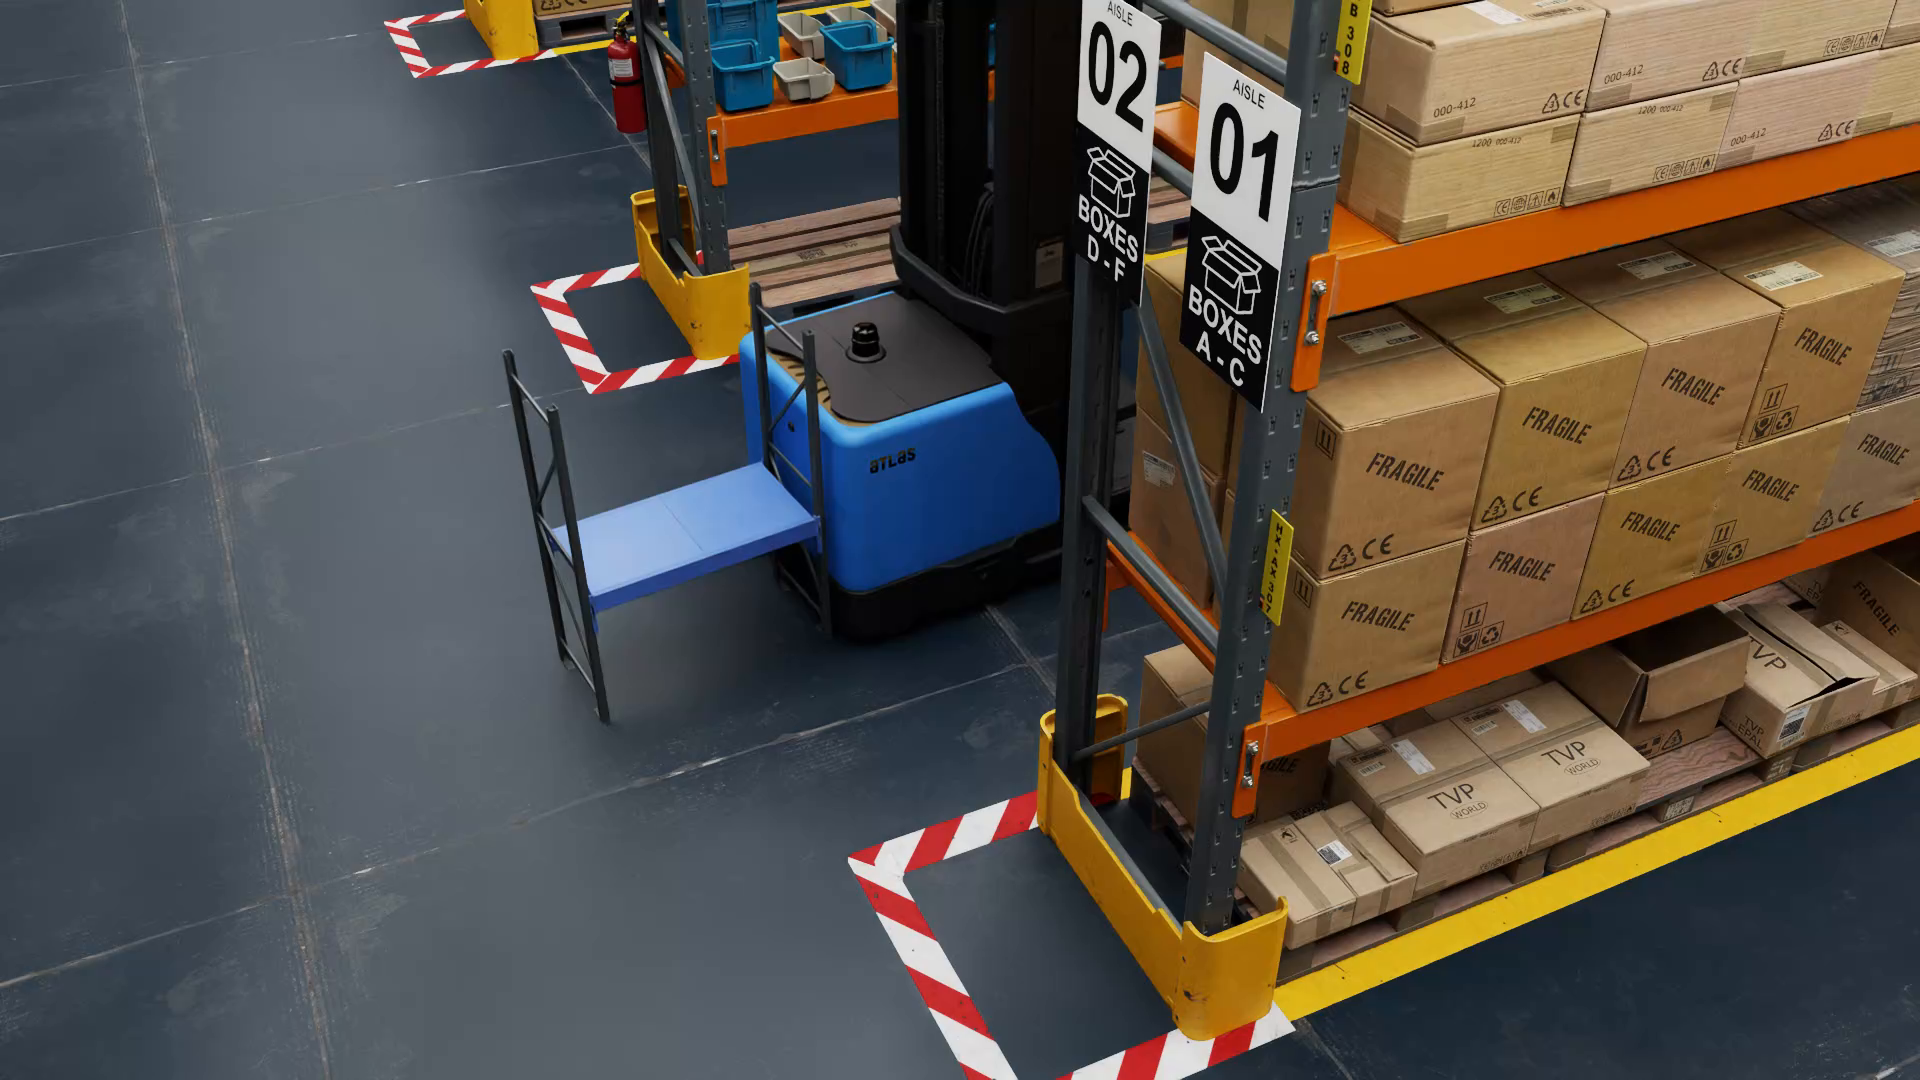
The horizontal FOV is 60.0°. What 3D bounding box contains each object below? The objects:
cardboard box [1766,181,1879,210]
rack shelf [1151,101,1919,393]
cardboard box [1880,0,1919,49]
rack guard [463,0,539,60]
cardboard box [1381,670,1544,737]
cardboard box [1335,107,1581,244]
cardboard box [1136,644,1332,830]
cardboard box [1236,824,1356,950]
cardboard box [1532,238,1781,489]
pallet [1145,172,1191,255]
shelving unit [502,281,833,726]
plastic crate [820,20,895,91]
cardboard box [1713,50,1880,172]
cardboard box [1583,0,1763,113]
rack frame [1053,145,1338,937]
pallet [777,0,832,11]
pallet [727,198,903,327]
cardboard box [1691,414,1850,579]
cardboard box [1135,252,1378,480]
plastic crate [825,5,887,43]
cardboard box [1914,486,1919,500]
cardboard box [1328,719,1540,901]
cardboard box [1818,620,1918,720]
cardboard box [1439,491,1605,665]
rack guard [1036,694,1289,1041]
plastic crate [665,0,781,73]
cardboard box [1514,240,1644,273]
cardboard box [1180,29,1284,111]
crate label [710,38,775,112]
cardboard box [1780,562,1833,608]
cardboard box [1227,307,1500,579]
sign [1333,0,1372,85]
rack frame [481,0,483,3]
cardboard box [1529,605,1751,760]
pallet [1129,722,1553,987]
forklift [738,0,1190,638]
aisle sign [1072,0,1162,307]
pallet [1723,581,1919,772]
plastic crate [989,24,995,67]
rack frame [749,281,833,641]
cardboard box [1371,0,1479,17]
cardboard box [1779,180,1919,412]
[{"bbox_3d":[2.747,-1.096,5.787,0.500,0.500,0.500,-17,40,-21],"label":"cardboard box"},{"bbox_3d":[2.415,-1.292,5.060,4.000,0.370,1.077,-16,39,-20],"label":"rack shelf"},{"bbox_3d":[2.540,-1.582,4.554,0.500,0.250,0.500,-16,39,-20],"label":"cardboard box"},{"bbox_3d":[-3.623,-4.203,12.997,0.348,0.500,1.175,-16,39,-20],"label":"rack guard"},{"bbox_3d":[1.864,0.563,6.412,0.500,0.250,0.500,-16,39,-20],"label":"cardboard box"},{"bbox_3d":[1.177,-1.007,4.198,0.500,0.250,0.500,-16,39,-20],"label":"cardboard box"},{"bbox_3d":[0.992,0.687,6.035,0.500,0.500,0.500,-16,39,-20],"label":"cardboard box"},{"bbox_3d":[1.129,1.178,5.668,0.250,0.149,0.380,-16,39,-20],"label":"cardboard box"},{"bbox_3d":[2.043,-0.542,5.040,0.500,0.500,0.500,-15,39,-19],"label":"cardboard box"},{"bbox_3d":[1.475,-2.228,10.576,1.213,0.211,1.003,-16,39,-20],"label":"pallet"},{"bbox_3d":[-1.127,-0.140,6.680,1.048,1.500,0.538,-20,41,-25],"label":"shelving unit"},{"bbox_3d":[-0.538,-2.551,8.761,0.300,0.233,0.416,-16,39,-20],"label":"plastic crate"},{"bbox_3d":[2.087,-1.255,4.531,0.500,0.250,0.500,-16,39,-20],"label":"cardboard box"},{"bbox_3d":[1.635,-1.328,4.211,0.500,0.250,0.500,-16,39,-20],"label":"cardboard box"},{"bbox_3d":[0.604,0.130,5.057,0.127,3.000,1.000,-16,39,-20],"label":"rack frame"},{"bbox_3d":[-1.808,-4.644,13.835,1.213,0.211,1.003,-16,39,-20],"label":"pallet"},{"bbox_3d":[-0.734,-1.610,9.744,1.213,0.211,1.003,-16,39,-20],"label":"pallet"},{"bbox_3d":[2.491,-0.265,5.505,0.500,0.500,0.500,-15,39,-19],"label":"cardboard box"},{"bbox_3d":[0.890,-0.573,5.081,0.500,0.500,0.500,-16,39,-20],"label":"cardboard box"},{"bbox_3d":[-0.567,-2.830,9.219,0.243,0.136,0.396,-16,39,-20],"label":"plastic crate"},{"bbox_3d":[3.415,-0.527,5.858,0.500,0.500,0.500,-15,39,-19],"label":"cardboard box"},{"bbox_3d":[1.669,0.946,5.895,0.500,0.250,0.500,-16,39,-20],"label":"cardboard box"},{"bbox_3d":[3.516,0.510,6.568,0.250,0.149,0.380,-16,39,-20],"label":"cardboard box"},{"bbox_3d":[1.583,-0.014,5.167,0.500,0.500,0.500,-16,39,-20],"label":"cardboard box"},{"bbox_3d":[0.673,1.115,5.827,0.348,0.500,1.175,-16,39,-20],"label":"rack guard"},{"bbox_3d":[-1.273,-2.766,8.881,0.499,0.435,0.616,-16,39,-20],"label":"plastic crate"},{"bbox_3d":[1.814,-0.835,5.434,0.500,0.500,0.500,-15,39,-19],"label":"cardboard box"},{"bbox_3d":[0.957,-1.287,4.575,0.500,0.250,0.500,-16,39,-20],"label":"cardboard box"},{"bbox_3d":[-1.134,-2.384,8.536,0.303,0.233,0.416,-16,39,-20],"label":"crate label"},{"bbox_3d":[3.753,0.010,7.106,0.500,0.311,0.500,-16,39,-20],"label":"cardboard box"},{"bbox_3d":[1.118,-0.282,4.689,0.500,0.500,0.500,-14,39,-19],"label":"cardboard box"},{"bbox_3d":[0.835,-1.133,3.508,0.005,0.325,0.100,-16,39,-20],"label":"sign"},{"bbox_3d":[-3.602,-5.213,12.261,0.127,3.000,1.000,-16,39,-20],"label":"rack frame"},{"bbox_3d":[2.526,0.422,6.390,0.637,0.503,0.797,-16,39,-20],"label":"cardboard box"},{"bbox_3d":[1.394,1.029,6.186,1.213,0.211,1.003,-16,39,-20],"label":"pallet"},{"bbox_3d":[0.557,-1.419,7.203,3.031,2.935,1.130,-20,41,-25],"label":"forklift"},{"bbox_3d":[0.412,-1.062,4.482,0.004,0.787,0.394,-16,39,-20],"label":"aisle sign"},{"bbox_3d":[3.603,0.411,7.019,1.213,0.211,1.003,-16,39,-20],"label":"pallet"},{"bbox_3d":[0.058,-2.717,8.986,0.300,0.233,0.416,-16,39,-20],"label":"plastic crate"},{"bbox_3d":[-0.695,-0.299,6.895,0.032,1.500,0.500,-20,41,-25],"label":"rack frame"},{"bbox_3d":[1.062,-1.655,4.023,0.500,0.500,0.700,-16,39,-20],"label":"cardboard box"},{"bbox_3d":[2.958,-0.798,5.385,0.500,0.500,0.500,-15,39,-20],"label":"cardboard box"}]
